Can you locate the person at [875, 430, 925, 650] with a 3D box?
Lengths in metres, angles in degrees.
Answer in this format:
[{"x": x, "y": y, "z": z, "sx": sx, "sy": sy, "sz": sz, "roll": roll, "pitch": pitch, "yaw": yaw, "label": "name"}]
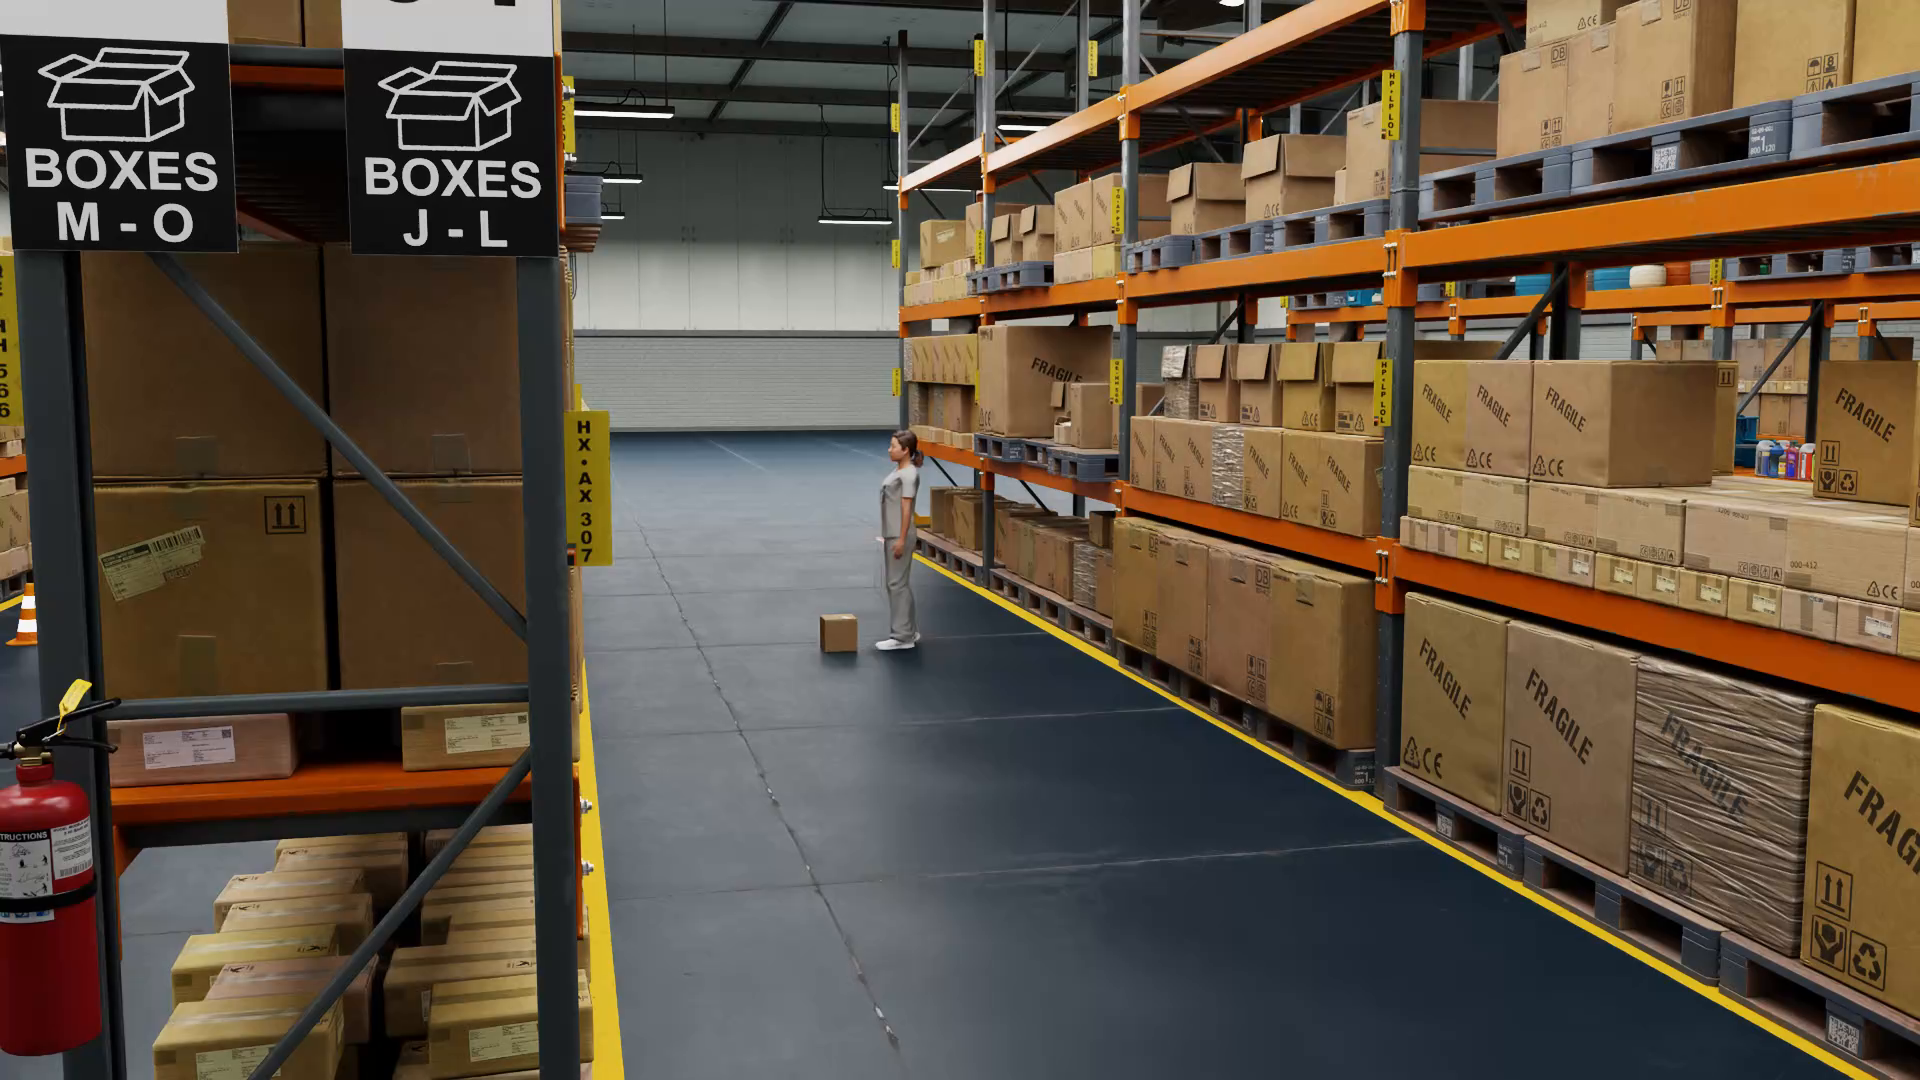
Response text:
[{"x": -0.466, "y": 0.021, "z": 12.724, "sx": 0.410, "sy": 1.722, "sz": 0.450, "roll": -1, "pitch": 6, "yaw": -13, "label": "person"}]
